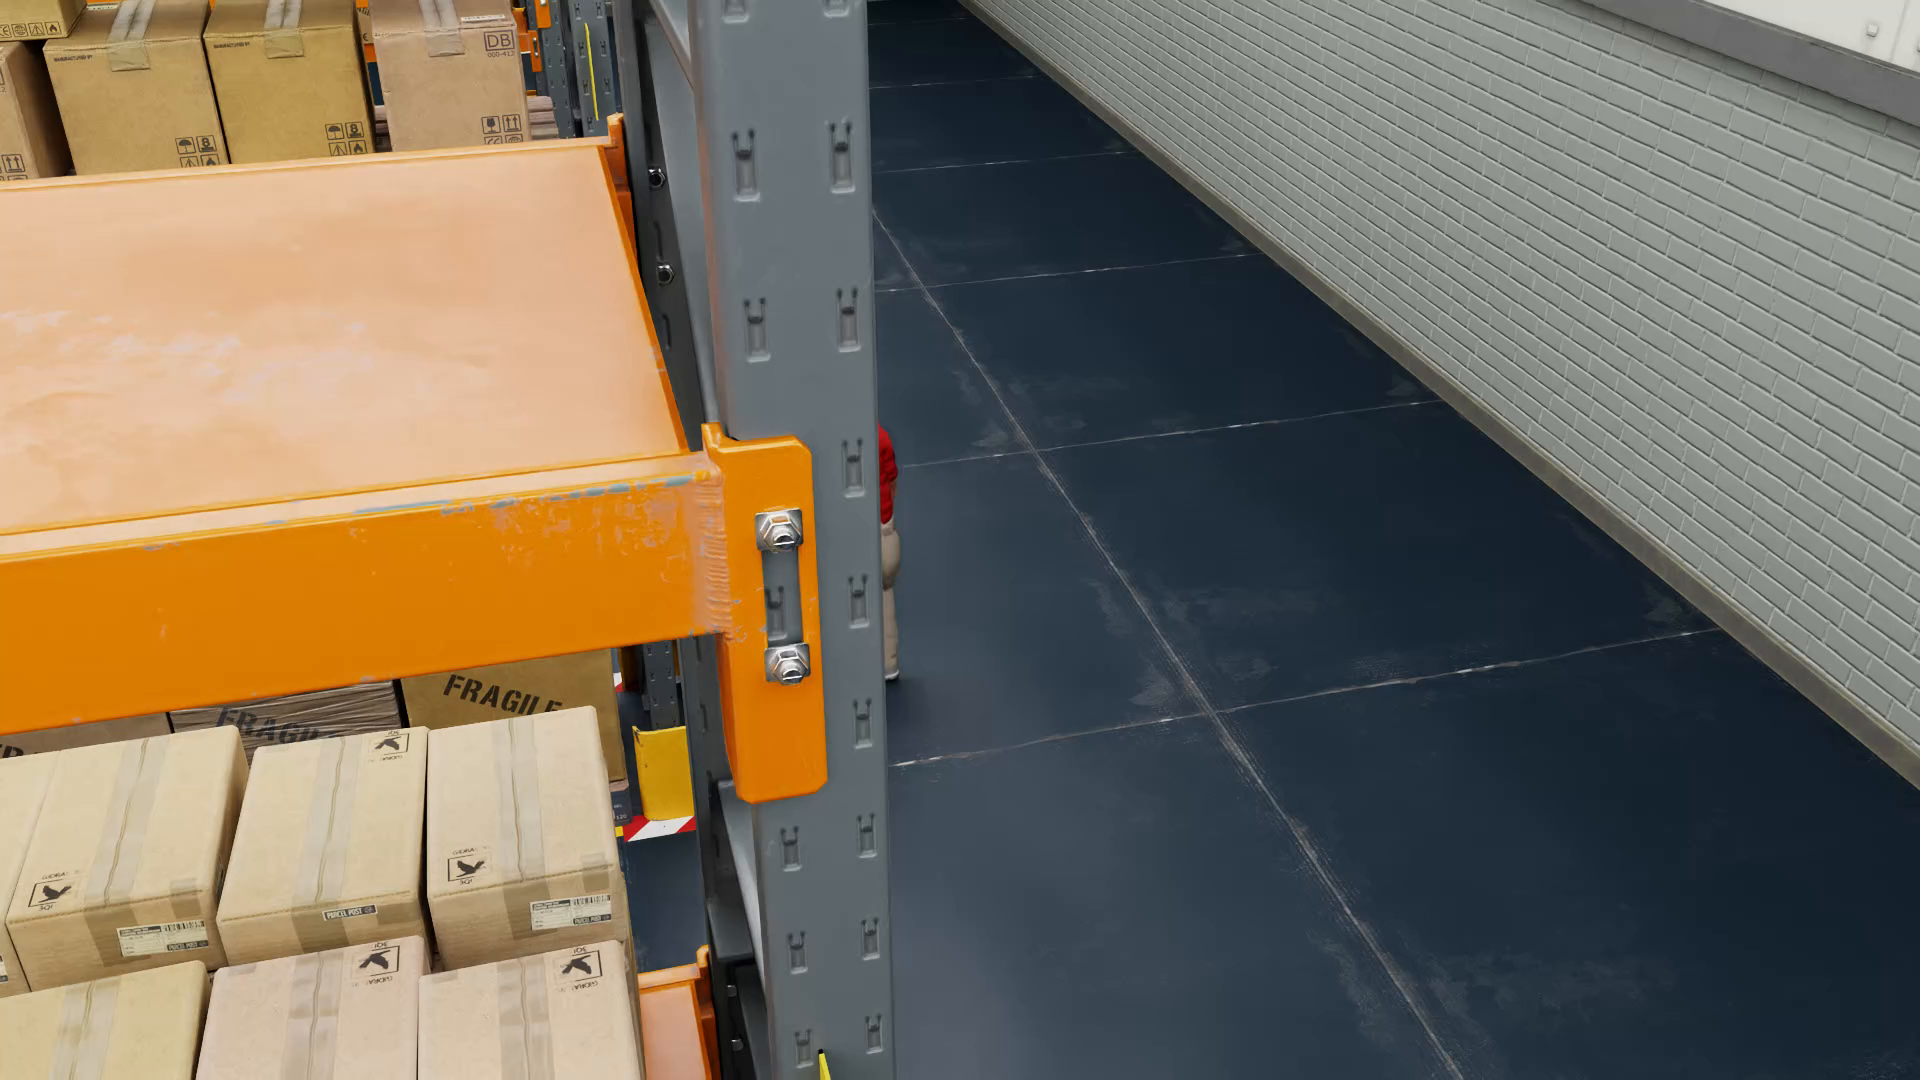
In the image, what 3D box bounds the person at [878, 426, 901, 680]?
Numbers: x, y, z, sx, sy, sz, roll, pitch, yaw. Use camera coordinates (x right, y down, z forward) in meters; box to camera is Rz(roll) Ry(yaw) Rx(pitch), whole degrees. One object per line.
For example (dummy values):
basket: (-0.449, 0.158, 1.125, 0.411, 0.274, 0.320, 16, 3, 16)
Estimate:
person: (-0.568, 0.014, 8.277, 0.578, 1.588, 0.550, -11, 32, -18)
